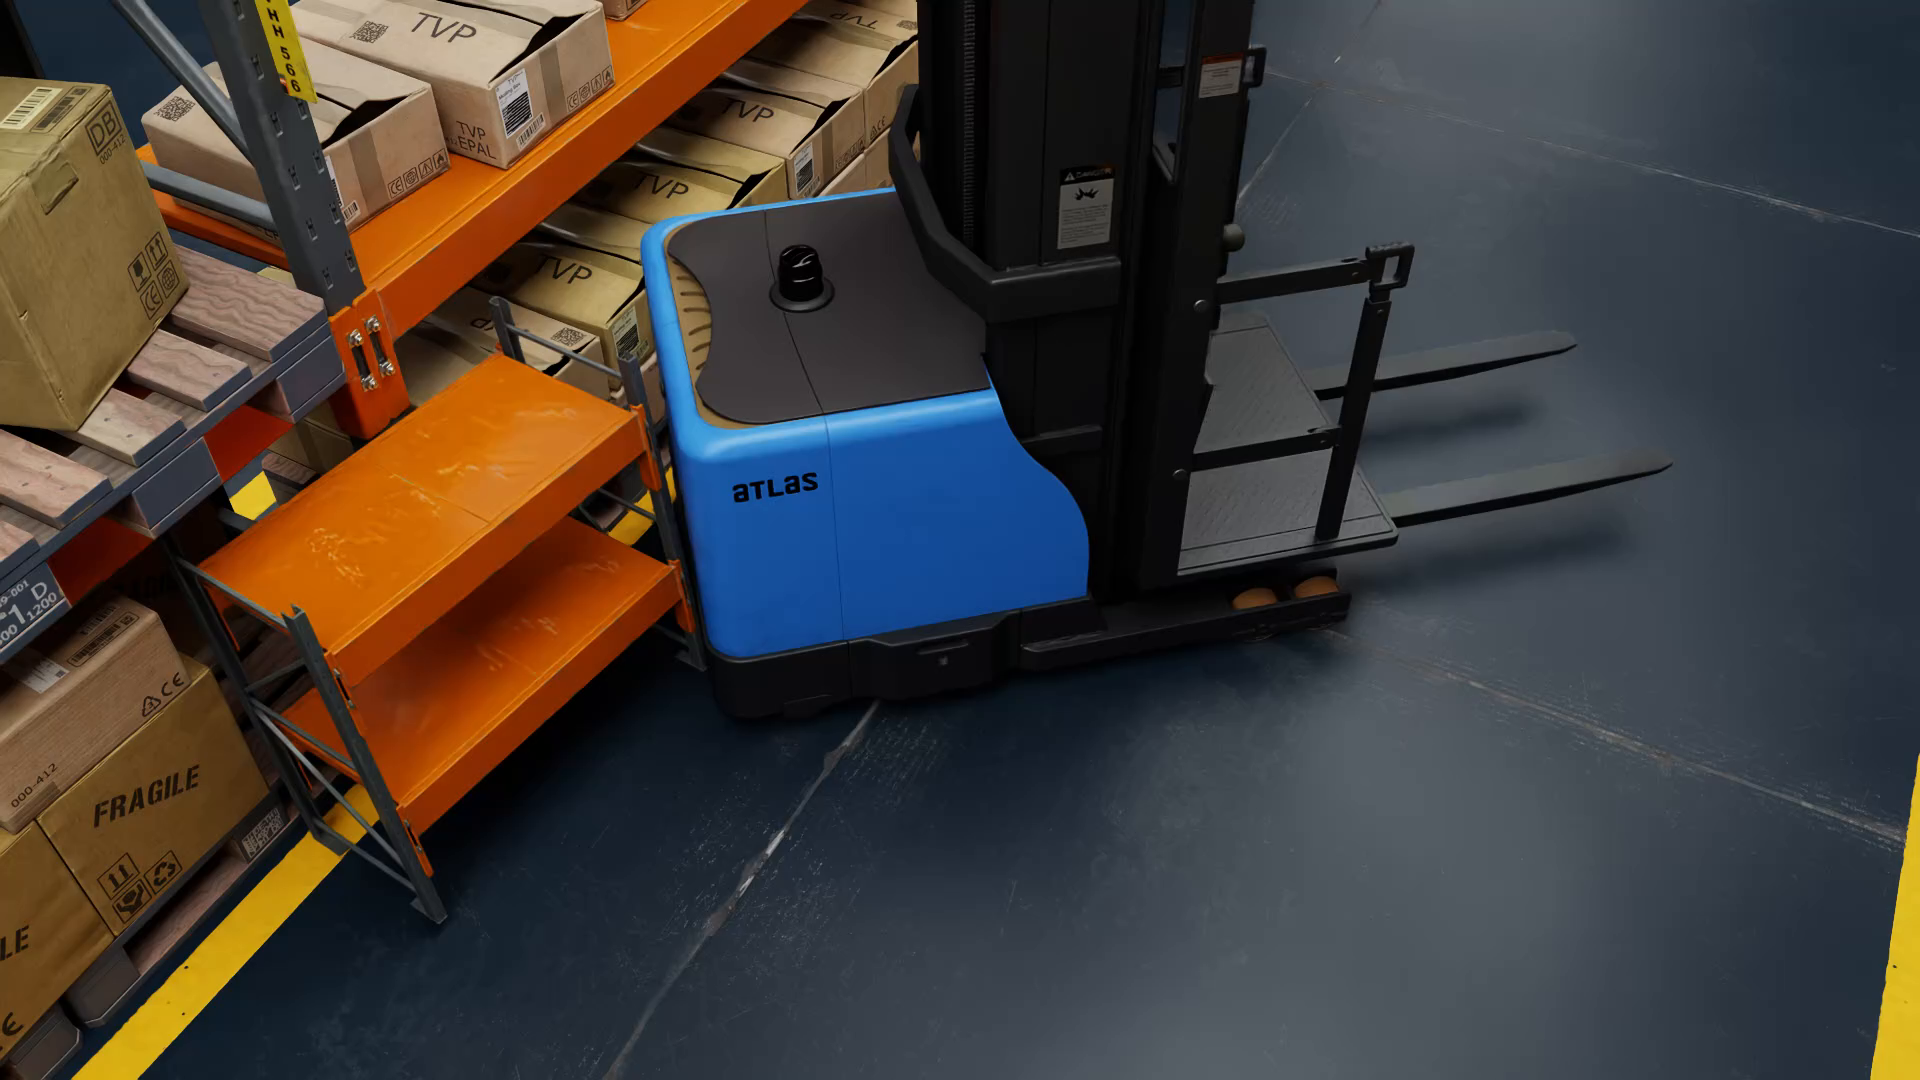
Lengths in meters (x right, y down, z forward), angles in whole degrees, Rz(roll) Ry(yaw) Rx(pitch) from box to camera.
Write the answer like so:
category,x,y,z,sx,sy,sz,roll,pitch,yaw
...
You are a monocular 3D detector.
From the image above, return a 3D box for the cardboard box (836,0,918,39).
category,x,y,z,sx,sy,sz,roll,pitch,yaw
cardboard box,-0.203,-2.068,6.429,0.500,0.311,0.500,22,49,20

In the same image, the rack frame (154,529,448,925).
category,x,y,z,sx,sy,sz,roll,pitch,yaw
rack frame,-1.552,0.473,3.967,0.500,1.125,0.032,24,50,27

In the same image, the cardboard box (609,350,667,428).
category,x,y,z,sx,sy,sz,roll,pitch,yaw
cardboard box,-1.154,-0.581,5.353,0.500,0.250,0.500,19,48,18

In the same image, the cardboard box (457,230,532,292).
category,x,y,z,sx,sy,sz,roll,pitch,yaw
cardboard box,-1.629,-0.969,5.342,0.500,0.311,0.500,20,49,18

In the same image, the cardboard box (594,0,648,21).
category,x,y,z,sx,sy,sz,roll,pitch,yaw
cardboard box,-1.125,-1.948,4.996,0.500,0.500,0.500,18,48,17

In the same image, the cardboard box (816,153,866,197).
category,x,y,z,sx,sy,sz,roll,pitch,yaw
cardboard box,-0.680,-1.233,5.998,0.500,0.250,0.500,21,49,20

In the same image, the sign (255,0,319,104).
category,x,y,z,sx,sy,sz,roll,pitch,yaw
sign,-1.405,-1.056,3.426,0.100,0.325,0.005,20,49,19

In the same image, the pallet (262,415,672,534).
category,x,y,z,sx,sy,sz,roll,pitch,yaw
pallet,-1.473,-0.375,5.473,1.003,0.211,1.213,20,49,19

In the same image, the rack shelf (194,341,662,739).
category,x,y,z,sx,sy,sz,roll,pitch,yaw
rack shelf,-1.276,-0.037,4.056,0.538,0.278,1.000,24,50,27

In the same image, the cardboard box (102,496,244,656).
category,x,y,z,sx,sy,sz,roll,pitch,yaw
cardboard box,-2.354,0.066,4.523,0.500,0.500,0.500,22,49,21

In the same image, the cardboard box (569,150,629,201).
category,x,y,z,sx,sy,sz,roll,pitch,yaw
cardboard box,-1.393,-1.286,5.656,0.500,0.311,0.500,20,49,19

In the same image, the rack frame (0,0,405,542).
category,x,y,z,sx,sy,sz,roll,pitch,yaw
rack frame,-1.890,-0.850,3.981,1.000,3.000,0.127,20,49,19

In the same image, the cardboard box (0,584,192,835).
category,x,y,z,sx,sy,sz,roll,pitch,yaw
cardboard box,-2.139,0.314,3.752,0.500,0.250,0.500,22,49,21

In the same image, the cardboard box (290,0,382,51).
category,x,y,z,sx,sy,sz,roll,pitch,yaw
cardboard box,-1.717,-1.419,4.721,0.380,0.149,0.250,20,49,19

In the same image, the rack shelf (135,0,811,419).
category,x,y,z,sx,sy,sz,roll,pitch,yaw
rack shelf,-0.961,-1.857,5.482,1.077,0.370,4.000,20,49,19

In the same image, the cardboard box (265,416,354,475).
category,x,y,z,sx,sy,sz,roll,pitch,yaw
cardboard box,-1.862,-0.443,5.217,0.500,0.250,0.500,22,49,20

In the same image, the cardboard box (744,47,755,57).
category,x,y,z,sx,sy,sz,roll,pitch,yaw
cardboard box,-0.922,-1.930,6.292,0.500,0.311,0.500,19,48,18

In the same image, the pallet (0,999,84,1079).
category,x,y,z,sx,sy,sz,roll,pitch,yaw
pallet,-2.837,1.354,3.764,1.003,0.211,1.213,20,49,19

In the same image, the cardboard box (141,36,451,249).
category,x,y,z,sx,sy,sz,roll,pitch,yaw
cardboard box,-1.682,-1.033,4.225,0.500,0.311,0.500,23,50,21

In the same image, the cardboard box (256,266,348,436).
category,x,y,z,sx,sy,sz,roll,pitch,yaw
cardboard box,-1.865,-0.639,5.017,0.500,0.311,0.500,22,49,20

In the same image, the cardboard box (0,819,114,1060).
category,x,y,z,sx,sy,sz,roll,pitch,yaw
cardboard box,-2.357,0.867,3.733,0.500,0.500,0.500,19,48,18

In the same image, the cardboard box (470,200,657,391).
category,x,y,z,sx,sy,sz,roll,pitch,yaw
cardboard box,-1.150,-0.795,5.170,0.500,0.311,0.500,19,48,18

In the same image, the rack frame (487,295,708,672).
category,x,y,z,sx,sy,sz,roll,pitch,yaw
rack frame,-0.969,-0.123,4.548,0.500,1.125,0.032,24,50,27

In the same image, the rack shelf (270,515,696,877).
category,x,y,z,sx,sy,sz,roll,pitch,yaw
rack shelf,-1.247,0.352,4.426,0.538,0.278,1.000,24,50,27

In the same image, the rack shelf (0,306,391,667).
category,x,y,z,sx,sy,sz,roll,pitch,yaw
rack shelf,-2.818,0.663,2.992,1.077,0.370,4.000,20,49,19

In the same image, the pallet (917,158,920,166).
category,x,y,z,sx,sy,sz,roll,pitch,yaw
pallet,-0.340,-1.913,6.992,1.003,0.211,1.213,20,49,19

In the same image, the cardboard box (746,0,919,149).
category,x,y,z,sx,sy,sz,roll,pitch,yaw
cardboard box,-0.437,-1.755,6.119,0.500,0.311,0.500,20,49,19

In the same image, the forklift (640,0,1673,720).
category,x,y,z,sx,sy,sz,roll,pitch,yaw
forklift,0.672,-1.085,4.262,3.031,2.935,1.130,-10,46,-10

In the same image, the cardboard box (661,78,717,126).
category,x,y,z,sx,sy,sz,roll,pitch,yaw
cardboard box,-1.158,-1.601,5.967,0.500,0.311,0.500,22,49,20

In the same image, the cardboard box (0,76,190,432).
category,x,y,z,sx,sy,sz,roll,pitch,yaw
cardboard box,-2.082,-0.599,3.367,0.700,0.500,0.500,6,46,6

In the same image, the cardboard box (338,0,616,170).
category,x,y,z,sx,sy,sz,roll,pitch,yaw
cardboard box,-1.303,-1.318,4.506,0.500,0.311,0.500,20,49,19

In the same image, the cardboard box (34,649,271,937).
category,x,y,z,sx,sy,sz,roll,pitch,yaw
cardboard box,-2.116,0.541,4.055,0.500,0.500,0.500,22,49,21

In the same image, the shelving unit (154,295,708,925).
category,x,y,z,sx,sy,sz,roll,pitch,yaw
shelving unit,-1.260,0.175,4.257,0.538,1.125,1.048,24,50,27

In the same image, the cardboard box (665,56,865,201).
category,x,y,z,sx,sy,sz,roll,pitch,yaw
cardboard box,-0.673,-1.439,5.807,0.500,0.311,0.500,20,49,19

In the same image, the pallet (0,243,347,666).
category,x,y,z,sx,sy,sz,roll,pitch,yaw
pallet,-2.142,-0.332,3.604,1.213,0.211,1.003,20,49,19

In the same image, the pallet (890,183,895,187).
category,x,y,z,sx,sy,sz,roll,pitch,yaw
pallet,-0.906,-1.141,6.229,1.003,0.211,1.213,20,49,19

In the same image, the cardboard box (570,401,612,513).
category,x,y,z,sx,sy,sz,roll,pitch,yaw
cardboard box,-1.387,-0.264,5.040,0.500,0.250,0.500,20,49,19

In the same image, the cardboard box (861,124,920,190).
category,x,y,z,sx,sy,sz,roll,pitch,yaw
cardboard box,-0.442,-1.553,6.314,0.500,0.250,0.500,21,49,20

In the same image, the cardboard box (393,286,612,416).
category,x,y,z,sx,sy,sz,roll,pitch,yaw
cardboard box,-1.387,-0.461,4.840,0.500,0.311,0.500,22,49,20

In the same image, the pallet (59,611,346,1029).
category,x,y,z,sx,sy,sz,roll,pitch,yaw
pallet,-2.270,0.588,4.520,1.003,0.211,1.213,20,49,19

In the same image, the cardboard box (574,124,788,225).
category,x,y,z,sx,sy,sz,roll,pitch,yaw
cardboard box,-0.911,-1.115,5.487,0.500,0.311,0.500,19,48,18
